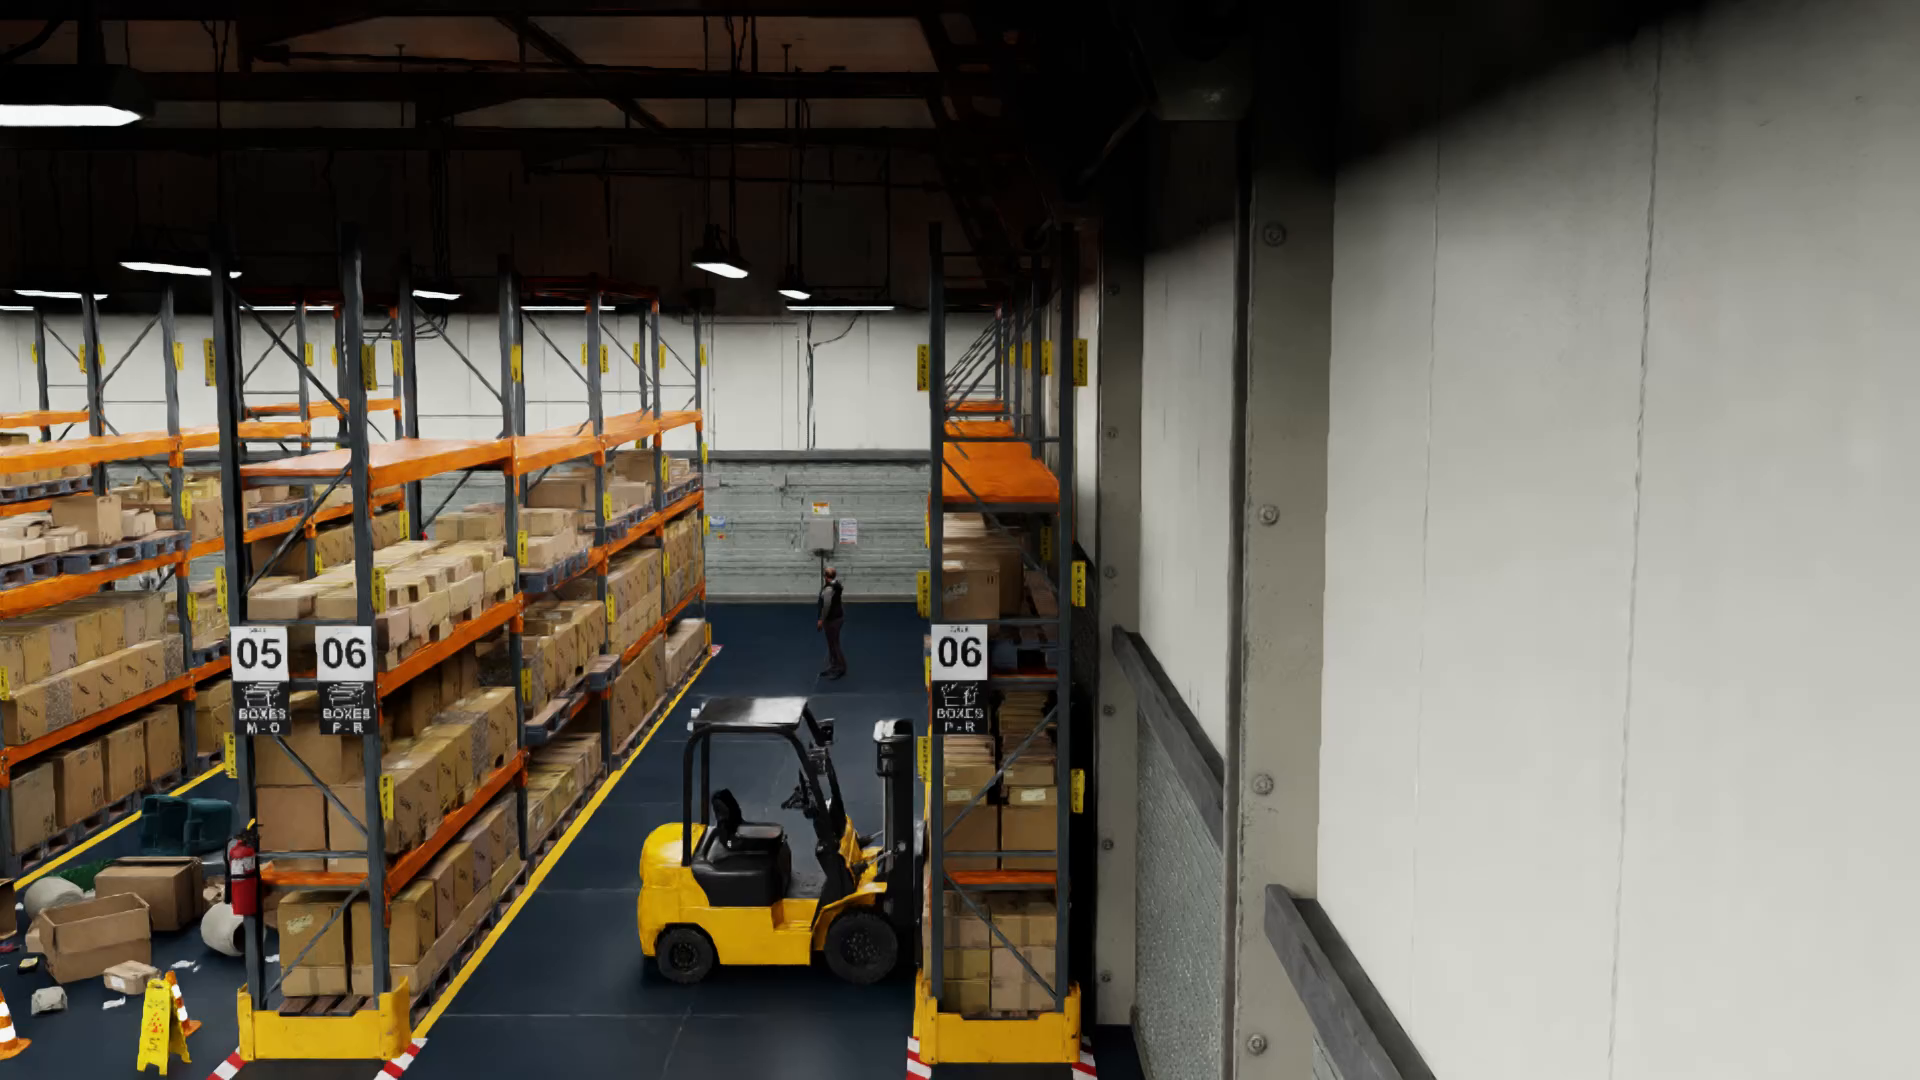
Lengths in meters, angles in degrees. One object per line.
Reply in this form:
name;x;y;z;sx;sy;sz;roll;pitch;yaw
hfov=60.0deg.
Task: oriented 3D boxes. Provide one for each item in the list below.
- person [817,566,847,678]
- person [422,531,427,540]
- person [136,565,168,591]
person;-1.994;1.286;26.023;0.467;1.745;0.565;1;7;12
person;-9.992;0.676;31.204;0.596;1.734;0.987;2;7;20
person;-15.293;0.696;31.425;0.620;1.623;0.735;-3;7;-22
